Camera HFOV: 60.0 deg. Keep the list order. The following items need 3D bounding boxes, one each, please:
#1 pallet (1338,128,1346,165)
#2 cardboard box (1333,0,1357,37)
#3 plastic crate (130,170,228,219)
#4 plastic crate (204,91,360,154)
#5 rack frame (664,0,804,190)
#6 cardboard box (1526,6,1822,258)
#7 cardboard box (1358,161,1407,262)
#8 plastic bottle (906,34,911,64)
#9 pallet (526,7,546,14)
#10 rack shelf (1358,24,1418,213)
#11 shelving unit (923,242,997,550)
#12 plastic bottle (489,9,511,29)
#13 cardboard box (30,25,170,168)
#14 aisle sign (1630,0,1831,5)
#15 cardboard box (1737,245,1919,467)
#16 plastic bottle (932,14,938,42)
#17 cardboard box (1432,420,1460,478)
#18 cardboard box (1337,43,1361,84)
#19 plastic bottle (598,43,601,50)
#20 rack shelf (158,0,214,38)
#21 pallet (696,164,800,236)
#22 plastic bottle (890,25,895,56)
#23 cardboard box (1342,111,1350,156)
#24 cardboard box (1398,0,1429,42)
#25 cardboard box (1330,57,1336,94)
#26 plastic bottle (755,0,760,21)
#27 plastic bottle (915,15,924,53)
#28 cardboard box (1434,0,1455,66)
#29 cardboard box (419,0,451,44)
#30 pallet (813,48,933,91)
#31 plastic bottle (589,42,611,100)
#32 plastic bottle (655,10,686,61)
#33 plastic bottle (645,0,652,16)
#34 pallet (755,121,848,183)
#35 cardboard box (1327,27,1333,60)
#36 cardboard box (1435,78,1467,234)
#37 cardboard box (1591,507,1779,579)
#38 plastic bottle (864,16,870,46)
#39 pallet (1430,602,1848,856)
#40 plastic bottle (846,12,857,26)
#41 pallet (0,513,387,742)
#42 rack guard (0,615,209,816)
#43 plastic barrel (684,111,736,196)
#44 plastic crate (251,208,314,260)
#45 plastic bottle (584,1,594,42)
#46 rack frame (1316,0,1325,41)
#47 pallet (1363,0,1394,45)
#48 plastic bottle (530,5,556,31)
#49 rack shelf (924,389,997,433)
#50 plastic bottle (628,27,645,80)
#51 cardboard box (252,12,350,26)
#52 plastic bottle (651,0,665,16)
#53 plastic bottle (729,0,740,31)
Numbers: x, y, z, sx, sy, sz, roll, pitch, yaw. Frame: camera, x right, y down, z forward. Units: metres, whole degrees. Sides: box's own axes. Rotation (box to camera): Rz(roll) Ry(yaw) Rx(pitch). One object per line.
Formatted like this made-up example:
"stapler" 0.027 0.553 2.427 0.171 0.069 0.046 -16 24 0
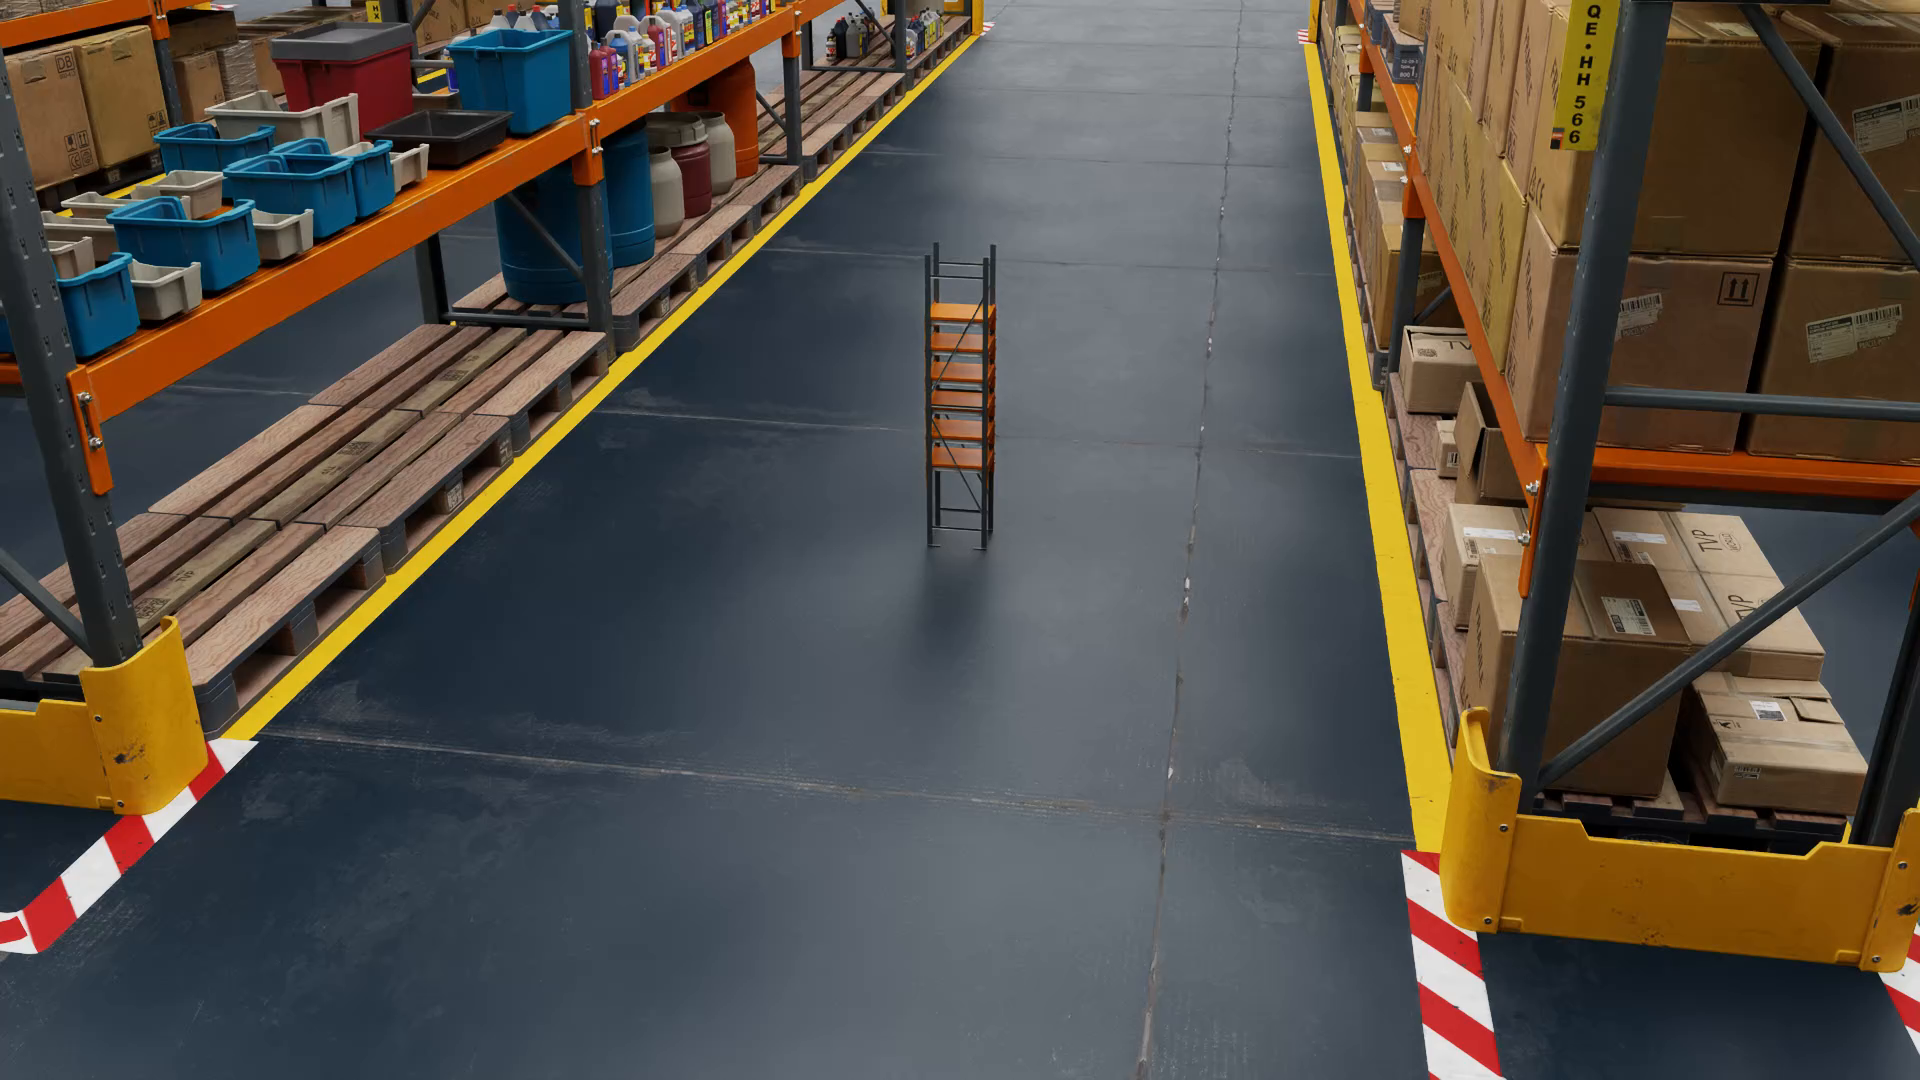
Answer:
"pallet" 3.597 -3.239 13.420 1.003 0.211 1.213 4 25 9
"cardboard box" 3.830 -5.026 15.813 0.500 0.500 0.500 4 25 9
"plastic crate" -2.903 -1.275 6.176 0.298 0.136 0.250 4 25 9
"plastic crate" -2.748 -1.671 6.850 0.437 0.282 0.530 4 25 9
"rack frame" -1.663 -3.996 11.749 1.000 3.000 0.127 4 25 9
"cardboard box" 1.717 -1.009 4.070 0.500 0.500 0.500 4 25 8
"cardboard box" 2.619 -1.901 9.702 0.500 0.500 0.500 3 25 7
"plastic bottle" -0.525 -4.736 16.028 0.097 0.271 0.097 0 25 0
"pallet" -5.422 -6.053 19.433 1.003 0.211 1.213 4 25 9
"rack shelf" 2.896 -2.489 9.378 1.077 0.370 4.000 4 25 9
"shelving unit" 0.002 -0.549 6.509 0.258 1.200 0.189 4 25 9
"plastic bottle" -2.490 -2.708 9.055 0.144 0.351 0.185 4 25 9
"cardboard box" -6.683 -3.280 12.230 1.225 0.875 0.875 3 25 6
"aisle sign" 1.602 -1.476 3.298 0.394 0.787 0.004 4 25 9
"cardboard box" 2.248 -0.518 4.201 0.500 0.500 0.500 5 25 10
"plastic bottle" -0.315 -5.348 17.330 0.152 0.276 0.135 3 25 7
"cardboard box" 2.155 -0.371 6.828 0.380 0.166 0.250 4 25 9
"cardboard box" 3.393 -3.942 13.720 0.500 0.311 0.500 3 25 7
"plastic bottle" -1.932 -2.554 8.903 0.097 0.201 0.097 0 25 0
"rack shelf" -6.223 -4.850 14.422 1.077 0.370 4.000 4 25 9
"pallet" -1.751 -2.401 11.630 1.003 0.211 1.213 4 25 9
"plastic bottle" -0.611 -4.987 16.473 0.144 0.351 0.185 4 25 9
"cardboard box" 3.149 -3.049 12.474 0.500 0.250 0.500 4 25 8
"cardboard box" 2.797 -2.957 8.916 0.700 0.500 0.500 -2 25 -5
"cardboard box" 3.566 -4.118 14.757 0.500 0.250 0.500 3 25 7
"plastic bottle" -1.383 -3.564 11.060 0.097 0.201 0.097 0 25 0
"plastic bottle" -0.438 -5.056 16.620 0.144 0.351 0.185 3 25 6
"cardboard box" 2.131 -2.083 6.365 0.500 0.500 0.500 3 25 7
"cardboard box" -5.705 -5.475 17.362 0.500 0.500 0.500 13 28 25
"pallet" -0.859 -4.684 16.508 1.003 0.211 1.213 4 25 9
"plastic bottle" -1.836 -2.394 8.464 0.061 0.283 0.133 4 25 9
"plastic bottle" -1.676 -2.918 9.593 0.152 0.276 0.135 4 25 9
"plastic bottle" -2.129 -3.588 11.023 0.152 0.276 0.135 4 25 9
"pallet" -1.499 -3.055 13.027 1.003 0.211 1.213 4 25 9
"cardboard box" 3.895 -4.897 16.421 0.500 0.250 0.500 4 25 9
"cardboard box" 2.052 -1.406 6.098 0.500 0.500 0.500 4 25 8
"cardboard box" 2.447 0.115 5.691 0.500 0.250 0.500 4 25 9
"plastic bottle" -0.969 -5.203 17.013 0.061 0.283 0.133 4 25 9
"pallet" 2.057 0.592 5.236 1.003 0.211 1.213 4 25 9
"plastic bottle" -1.105 -5.173 16.870 0.144 0.351 0.185 4 25 8
"pallet" -2.798 0.270 5.923 1.003 0.211 1.213 4 25 9
"rack guard" -2.962 0.493 5.108 1.175 0.500 0.348 4 25 9
"plastic barrel" -1.731 -2.611 11.230 0.421 0.512 0.421 0 25 0
"plastic crate" -2.361 -1.051 5.697 0.250 0.136 0.298 4 25 9
"plastic bottle" -2.310 -3.169 10.039 0.144 0.351 0.185 4 25 9
"rack frame" 4.530 -6.997 18.161 1.000 3.000 0.127 4 25 9
"pallet" 3.181 -3.276 10.437 1.213 0.211 1.003 4 25 9
"plastic bottle" -2.317 -2.775 9.199 0.144 0.351 0.185 4 25 9
"rack shelf" 0.002 -0.509 6.527 0.258 0.103 0.180 4 25 9
"plastic bottle" -1.760 -2.632 8.986 0.097 0.271 0.097 0 25 0
"cardboard box" -6.114 -4.626 15.524 0.700 0.500 0.500 4 25 8
"plastic bottle" -2.003 -3.553 11.037 0.097 0.201 0.097 0 25 0
"plastic bottle" -1.463 -3.360 10.625 0.097 0.201 0.097 0 25 0
